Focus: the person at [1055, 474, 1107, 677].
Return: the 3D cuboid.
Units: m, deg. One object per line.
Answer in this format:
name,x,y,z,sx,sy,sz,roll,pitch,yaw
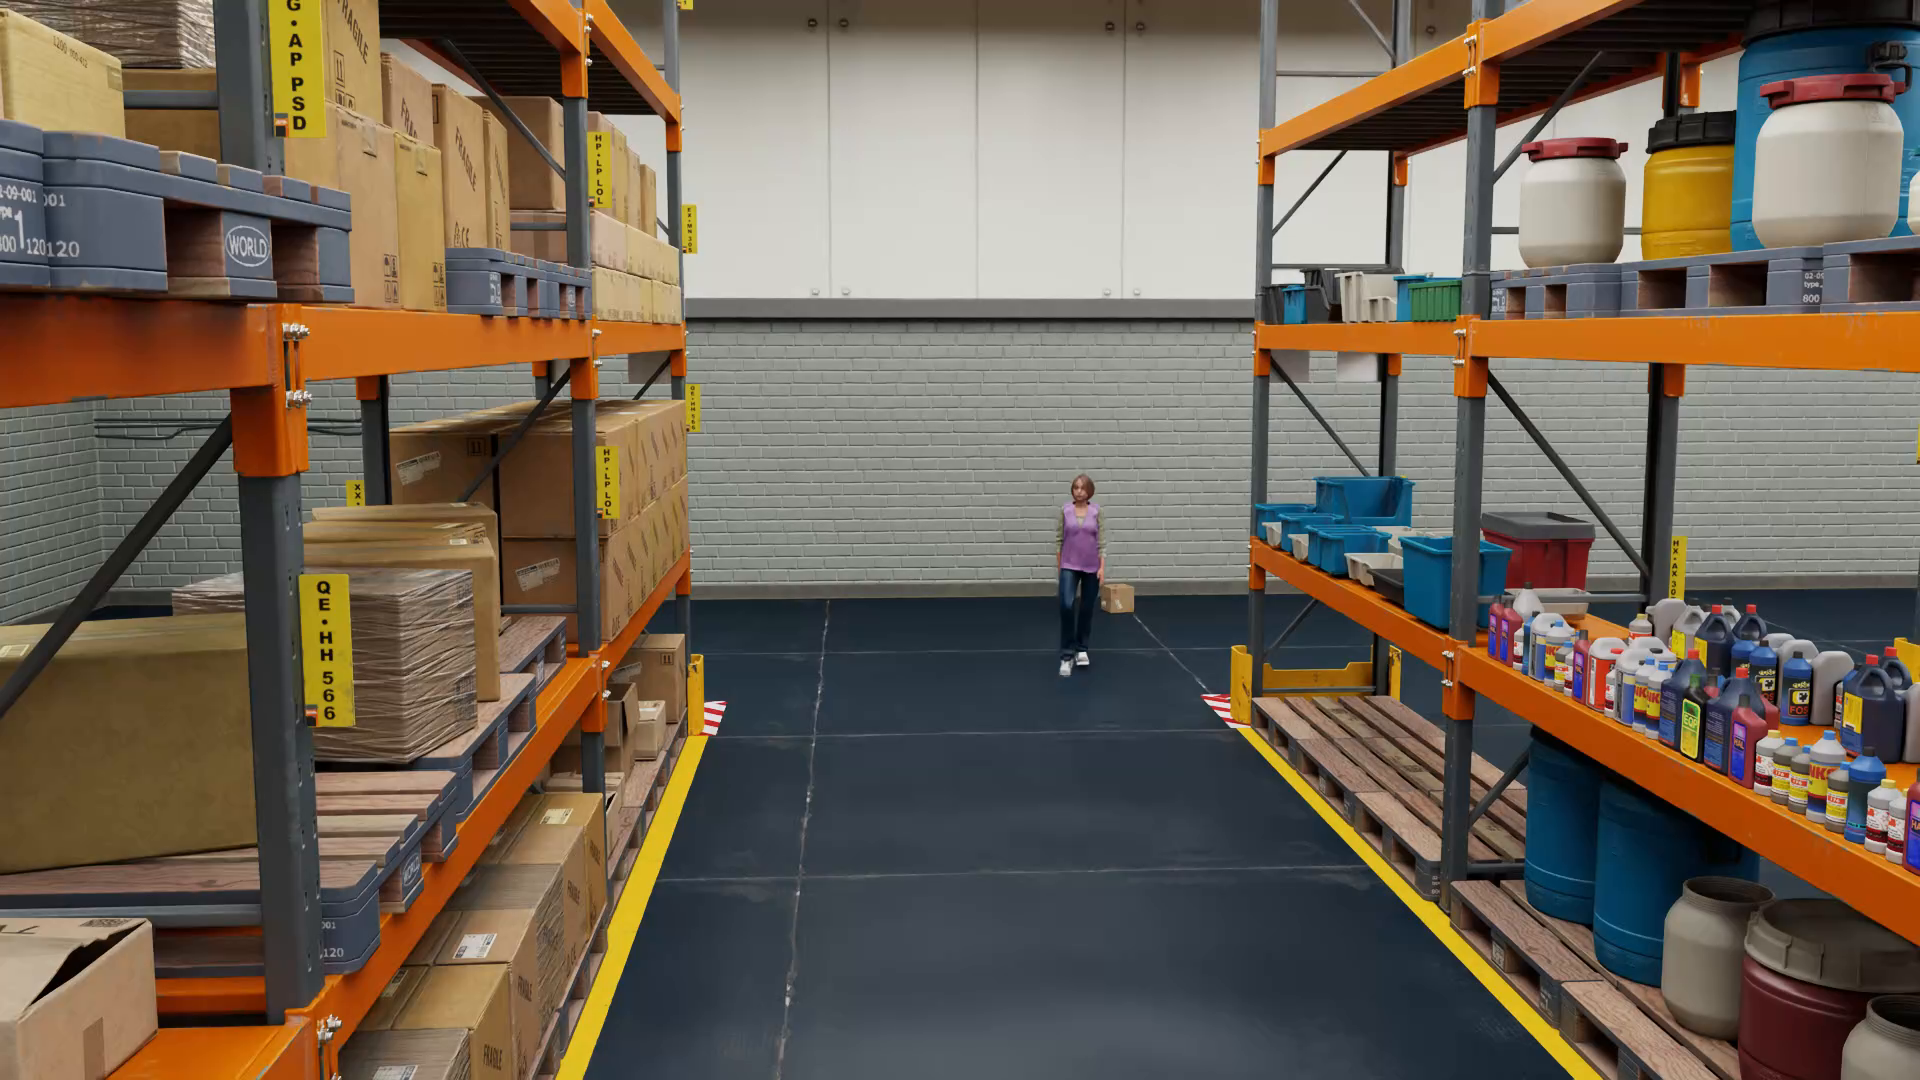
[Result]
person,0.988,0.288,13.560,0.414,1.649,0.563,0,7,0
